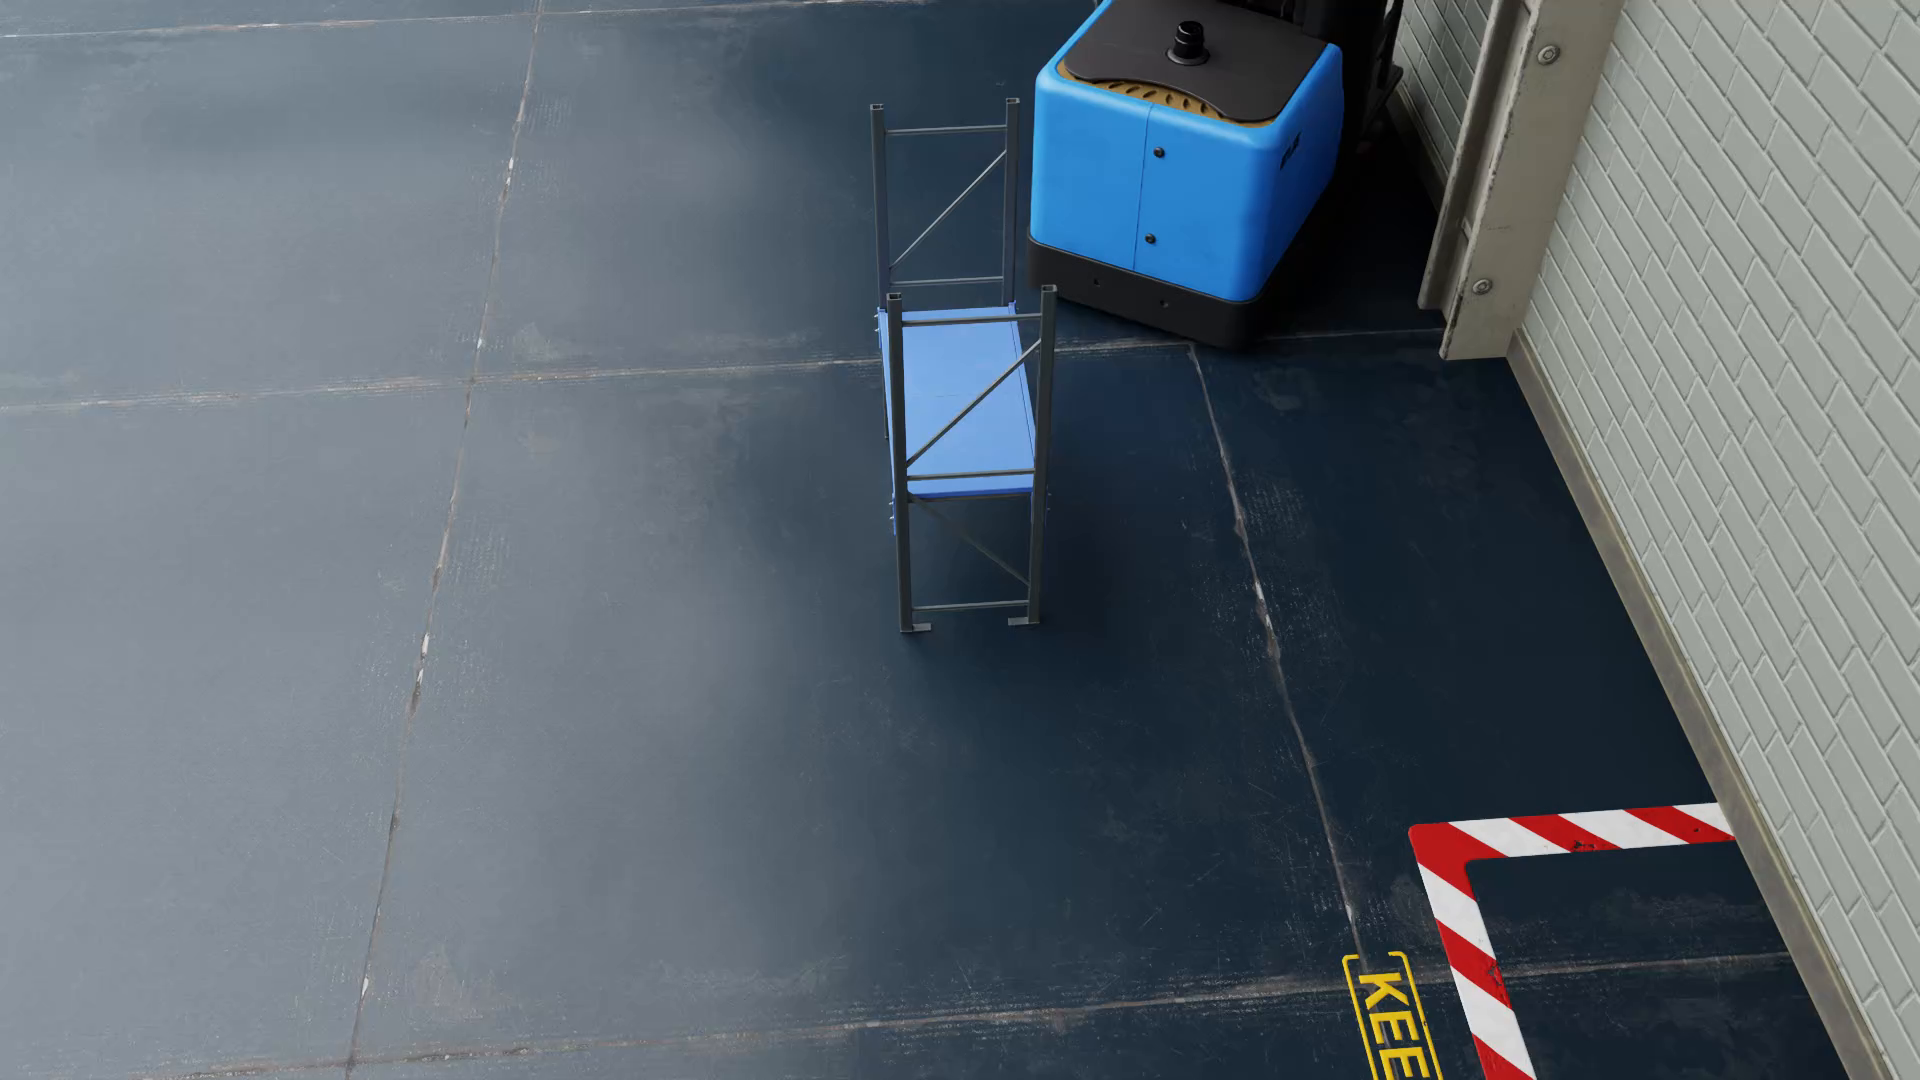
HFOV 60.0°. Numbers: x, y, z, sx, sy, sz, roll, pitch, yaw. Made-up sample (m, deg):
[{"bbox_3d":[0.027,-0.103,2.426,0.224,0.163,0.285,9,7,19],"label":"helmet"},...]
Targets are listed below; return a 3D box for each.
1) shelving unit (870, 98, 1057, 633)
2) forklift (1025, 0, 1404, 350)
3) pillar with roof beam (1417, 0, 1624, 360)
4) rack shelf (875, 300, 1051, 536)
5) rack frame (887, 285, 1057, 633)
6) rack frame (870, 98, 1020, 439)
[{"bbox_3d":[-0.007,-0.577,5.764,0.538,1.500,1.048,-3,47,-3],"label":"shelving unit"},{"bbox_3d":[1.406,-2.872,6.952,1.130,2.935,3.031,20,50,18],"label":"forklift"},{"bbox_3d":[-2.133,-3.739,3.593,9.100,9.000,0.400,-3,47,-3],"label":"pillar with roof beam"},{"bbox_3d":[-0.007,-0.454,5.895,0.538,0.185,1.000,-3,47,-3],"label":"rack shelf"},{"bbox_3d":[0.035,-0.210,5.416,0.500,1.500,0.032,-3,47,-3],"label":"rack frame"},{"bbox_3d":[-0.050,-0.945,6.112,0.500,1.500,0.032,-3,47,-3],"label":"rack frame"}]
